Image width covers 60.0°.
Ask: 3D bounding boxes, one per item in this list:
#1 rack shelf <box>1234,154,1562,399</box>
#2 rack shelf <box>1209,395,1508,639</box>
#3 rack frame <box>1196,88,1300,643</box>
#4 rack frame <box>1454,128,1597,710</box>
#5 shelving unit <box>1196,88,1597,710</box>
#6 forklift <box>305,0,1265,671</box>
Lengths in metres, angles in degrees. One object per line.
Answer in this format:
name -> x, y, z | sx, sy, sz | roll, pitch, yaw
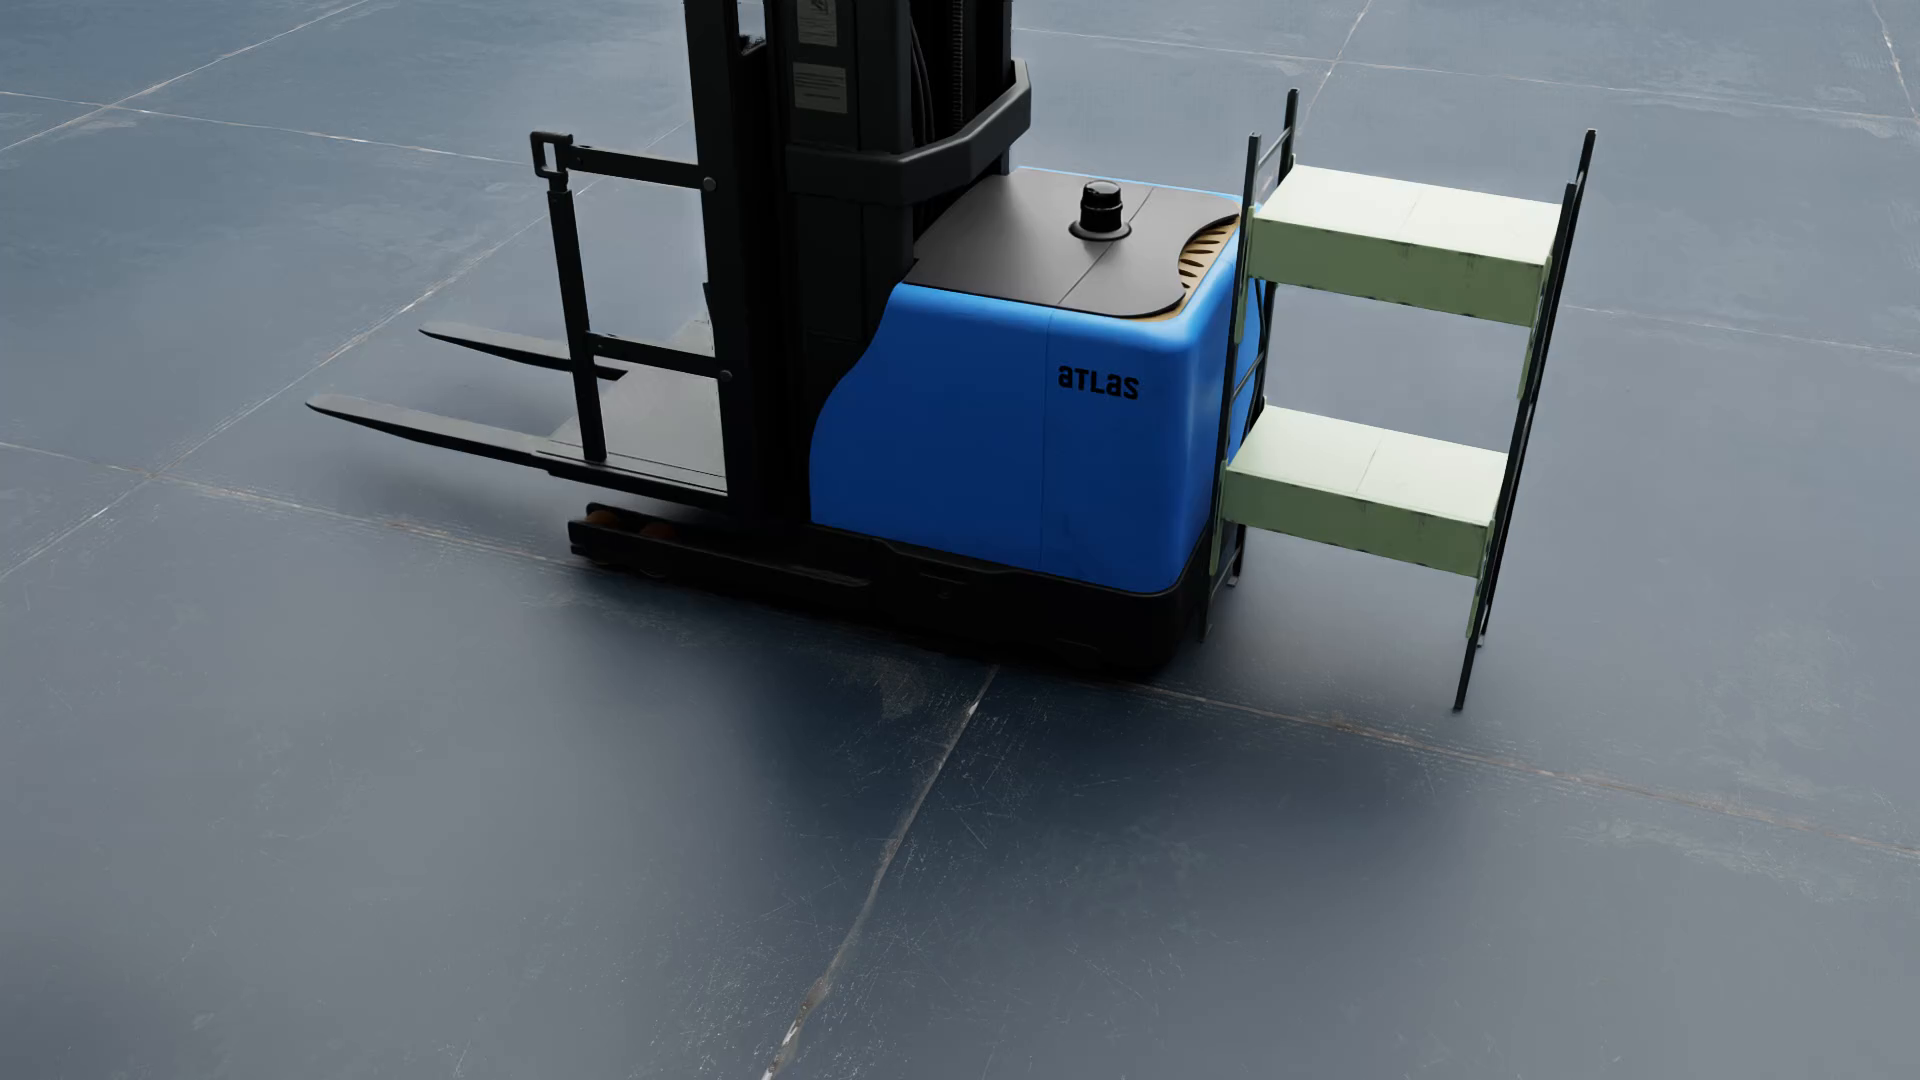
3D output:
rack shelf -> 1.113, -0.678, 4.192 | 0.720, 0.370, 0.431 | 14, 35, 20
rack shelf -> 1.108, -0.077, 4.582 | 0.720, 0.370, 0.431 | 14, 35, 20
rack frame -> 0.776, -0.433, 4.528 | 0.023, 1.500, 0.400 | 14, 35, 20
rack frame -> 1.445, -0.267, 4.281 | 0.023, 1.500, 0.400 | 14, 35, 20
shelving unit -> 1.111, -0.350, 4.405 | 0.755, 1.500, 0.431 | 14, 35, 20
forklift -> -0.658, -1.368, 4.666 | 3.031, 2.935, 1.130 | 12, 35, 18
